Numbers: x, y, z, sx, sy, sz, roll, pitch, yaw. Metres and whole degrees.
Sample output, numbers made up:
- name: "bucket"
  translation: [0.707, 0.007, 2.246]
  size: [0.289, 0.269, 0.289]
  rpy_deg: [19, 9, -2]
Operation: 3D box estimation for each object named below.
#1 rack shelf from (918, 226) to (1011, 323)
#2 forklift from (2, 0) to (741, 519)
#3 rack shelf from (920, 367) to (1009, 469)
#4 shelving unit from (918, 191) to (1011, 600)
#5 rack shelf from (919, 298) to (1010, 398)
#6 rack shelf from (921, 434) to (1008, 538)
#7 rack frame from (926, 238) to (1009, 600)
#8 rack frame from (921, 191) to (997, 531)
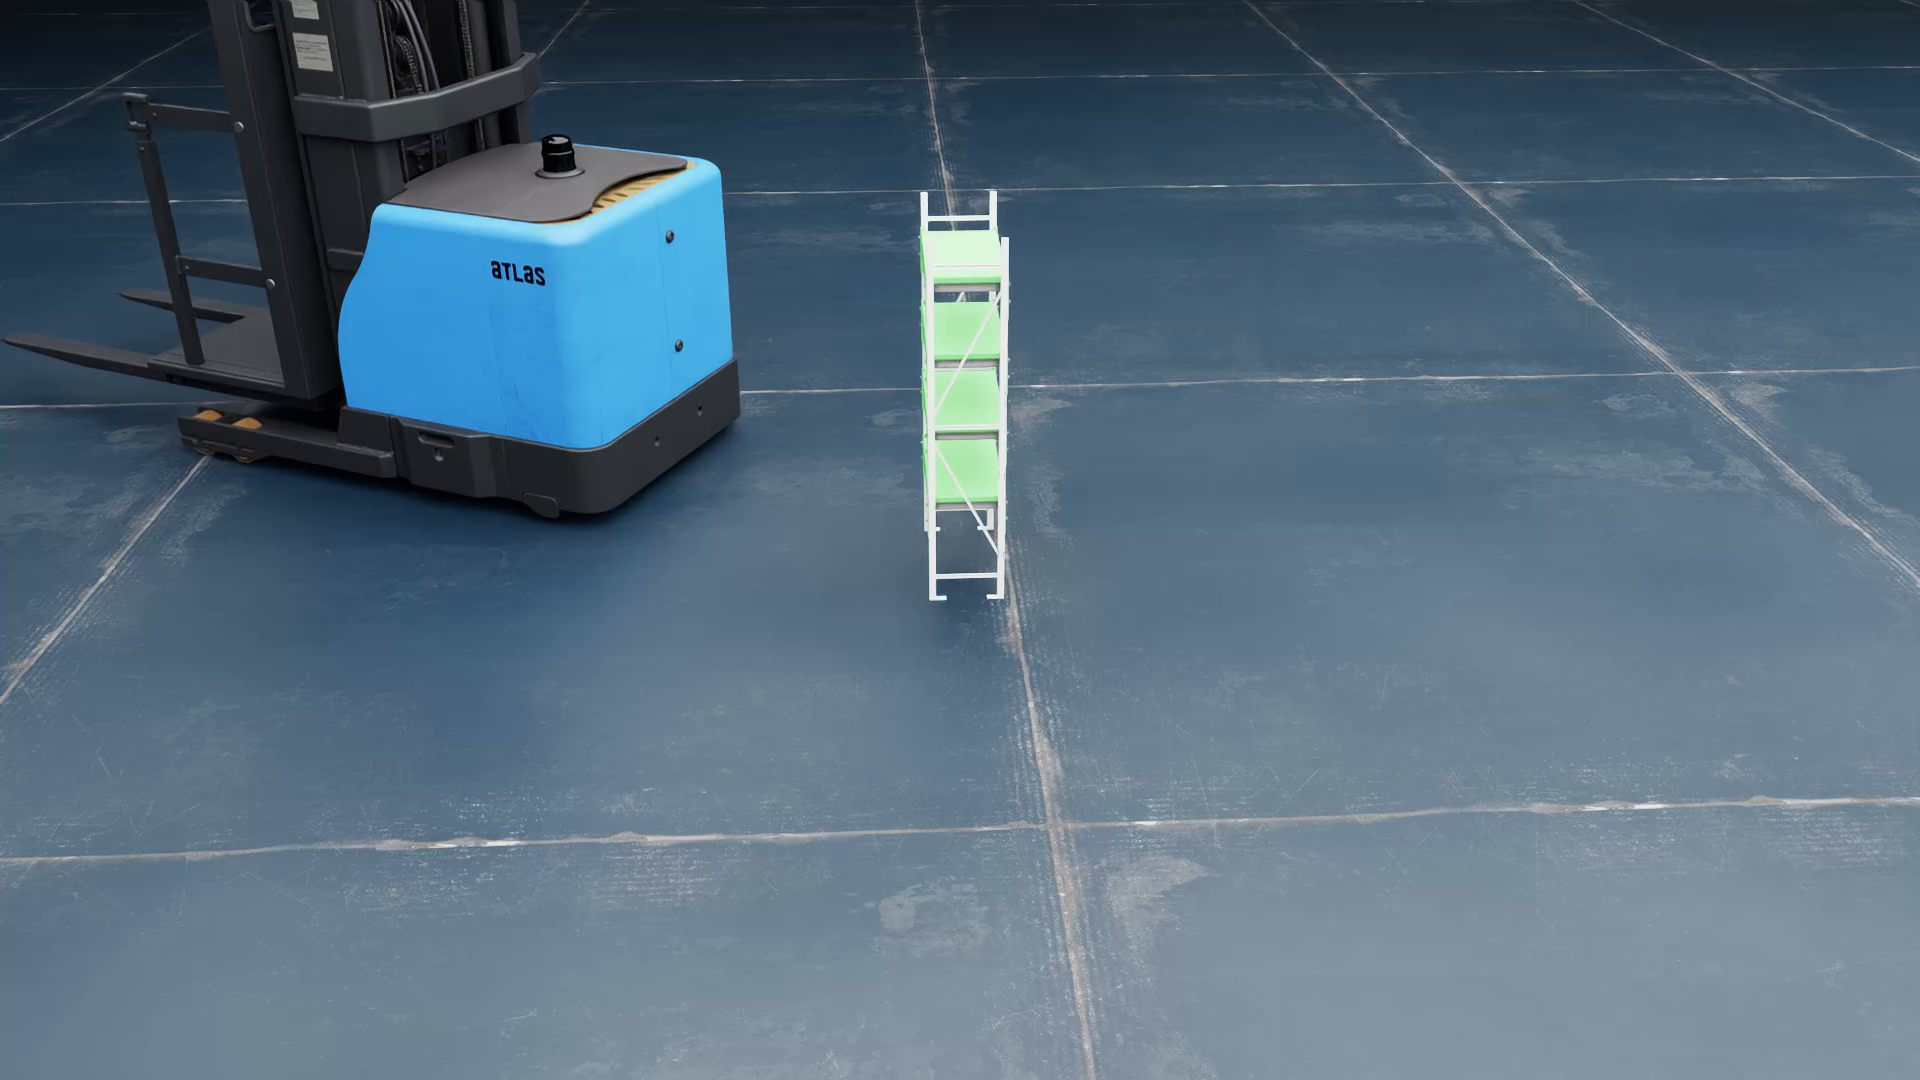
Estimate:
- name: "rack shelf"
  translation: [0.009, -0.824, 5.134]
  size: [0.258, 0.148, 0.480]
  rpy_deg: [-1, 28, -3]
- name: "forklift"
  translation: [-2.430, -1.804, 6.040]
  size: [3.031, 2.935, 1.130]
  rpy_deg: [11, 29, 20]
- name: "rack shelf"
  translation: [0.009, -0.399, 5.356]
  size: [0.258, 0.148, 0.480]
  rpy_deg: [-1, 28, -3]
- name: "shelving unit"
  translation: [0.009, -0.456, 5.326]
  size: [0.258, 1.200, 0.503]
  rpy_deg: [-1, 28, -3]
- name: "rack shelf"
  translation: [0.009, -0.612, 5.245]
  size: [0.258, 0.148, 0.480]
  rpy_deg: [-1, 28, -3]
- name: "rack shelf"
  translation: [0.009, -0.186, 5.467]
  size: [0.258, 0.148, 0.480]
  rpy_deg: [-1, 28, -3]
- name: "rack frame"
  translation: [0.021, -0.343, 5.110]
  size: [0.240, 1.200, 0.015]
  rpy_deg: [-1, 28, -3]
- name: "rack frame"
  translation: [-0.004, -0.568, 5.542]
  size: [0.240, 1.200, 0.015]
  rpy_deg: [-1, 28, -3]
